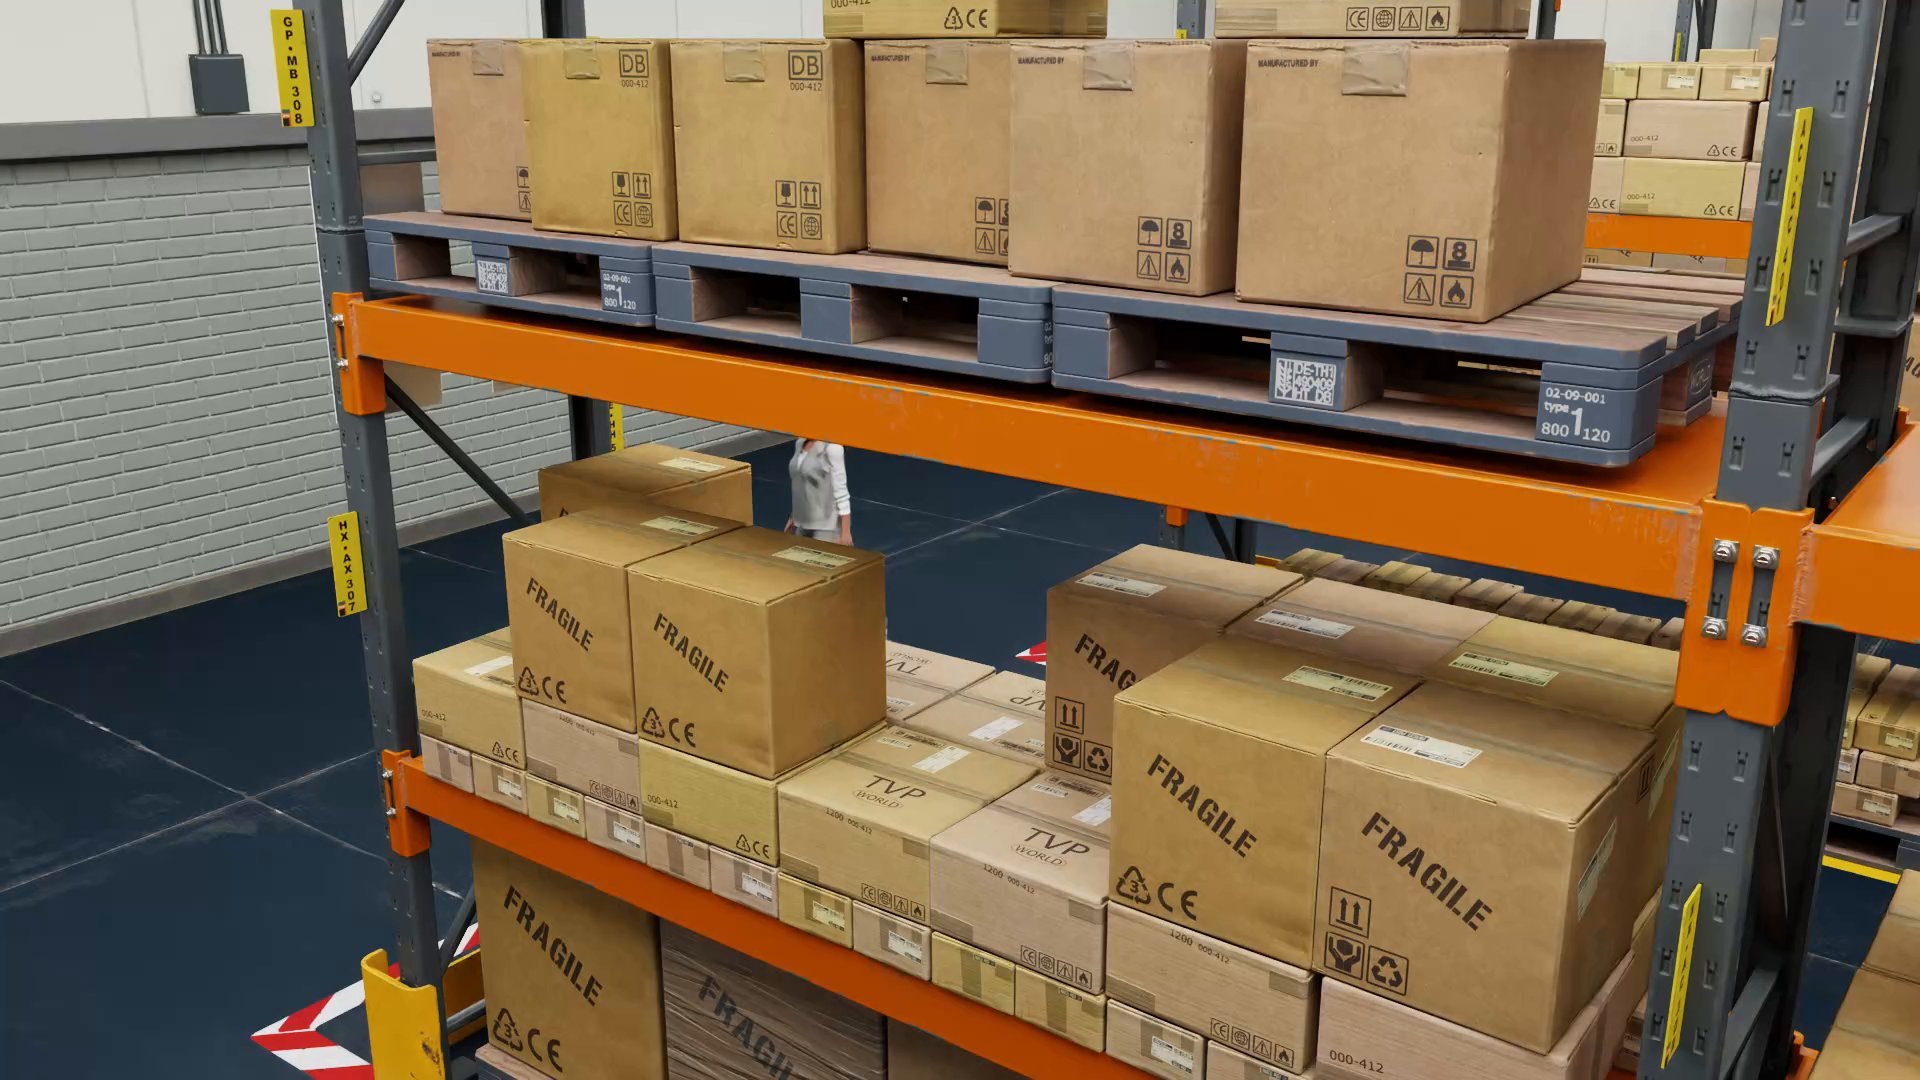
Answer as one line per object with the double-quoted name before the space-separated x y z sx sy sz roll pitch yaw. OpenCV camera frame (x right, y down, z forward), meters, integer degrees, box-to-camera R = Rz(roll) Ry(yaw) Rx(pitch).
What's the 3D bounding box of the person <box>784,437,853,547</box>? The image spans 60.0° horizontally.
"person" -0.840 -0.058 9.711 0.411 1.579 0.521 -12 21 -35
